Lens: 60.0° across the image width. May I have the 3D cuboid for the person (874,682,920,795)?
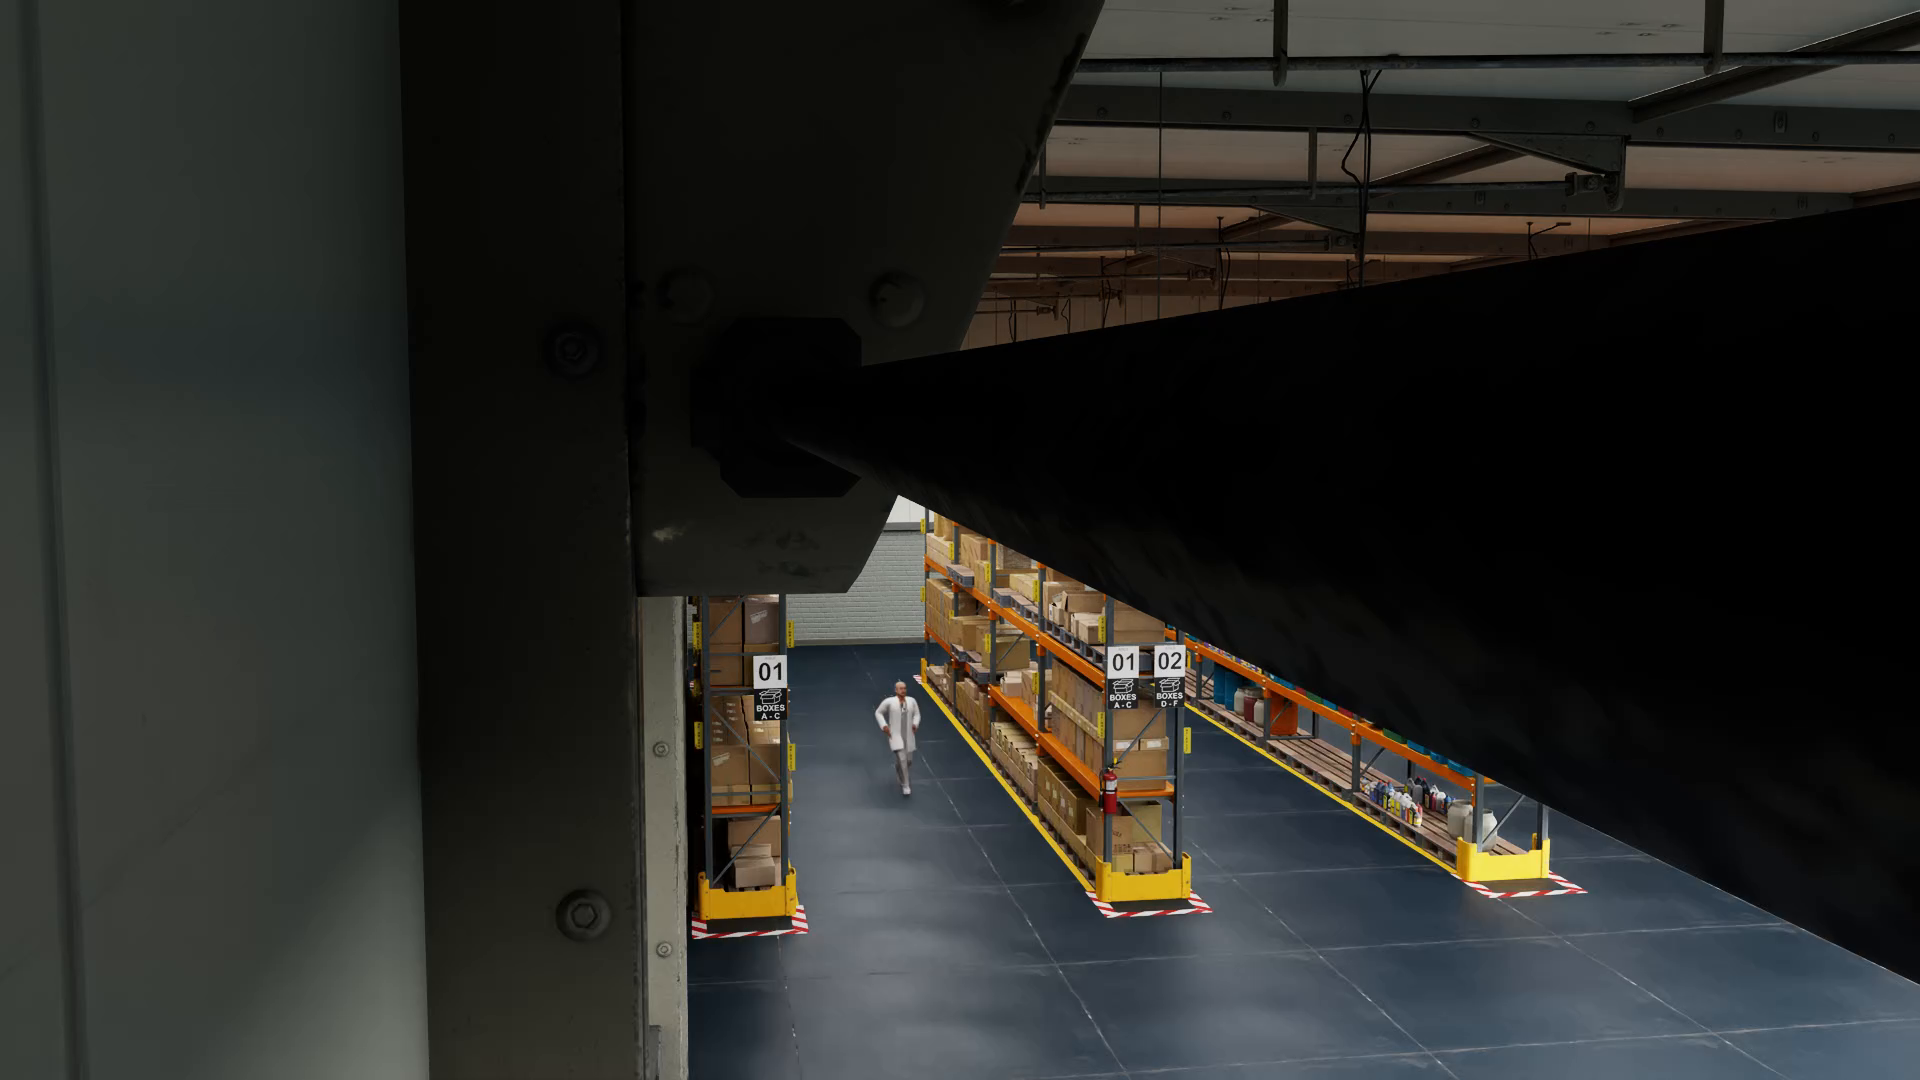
[{"bbox_3d":[-0.965,3.127,26.526,0.742,1.748,0.866,-2,5,-23],"label":"person"}]
